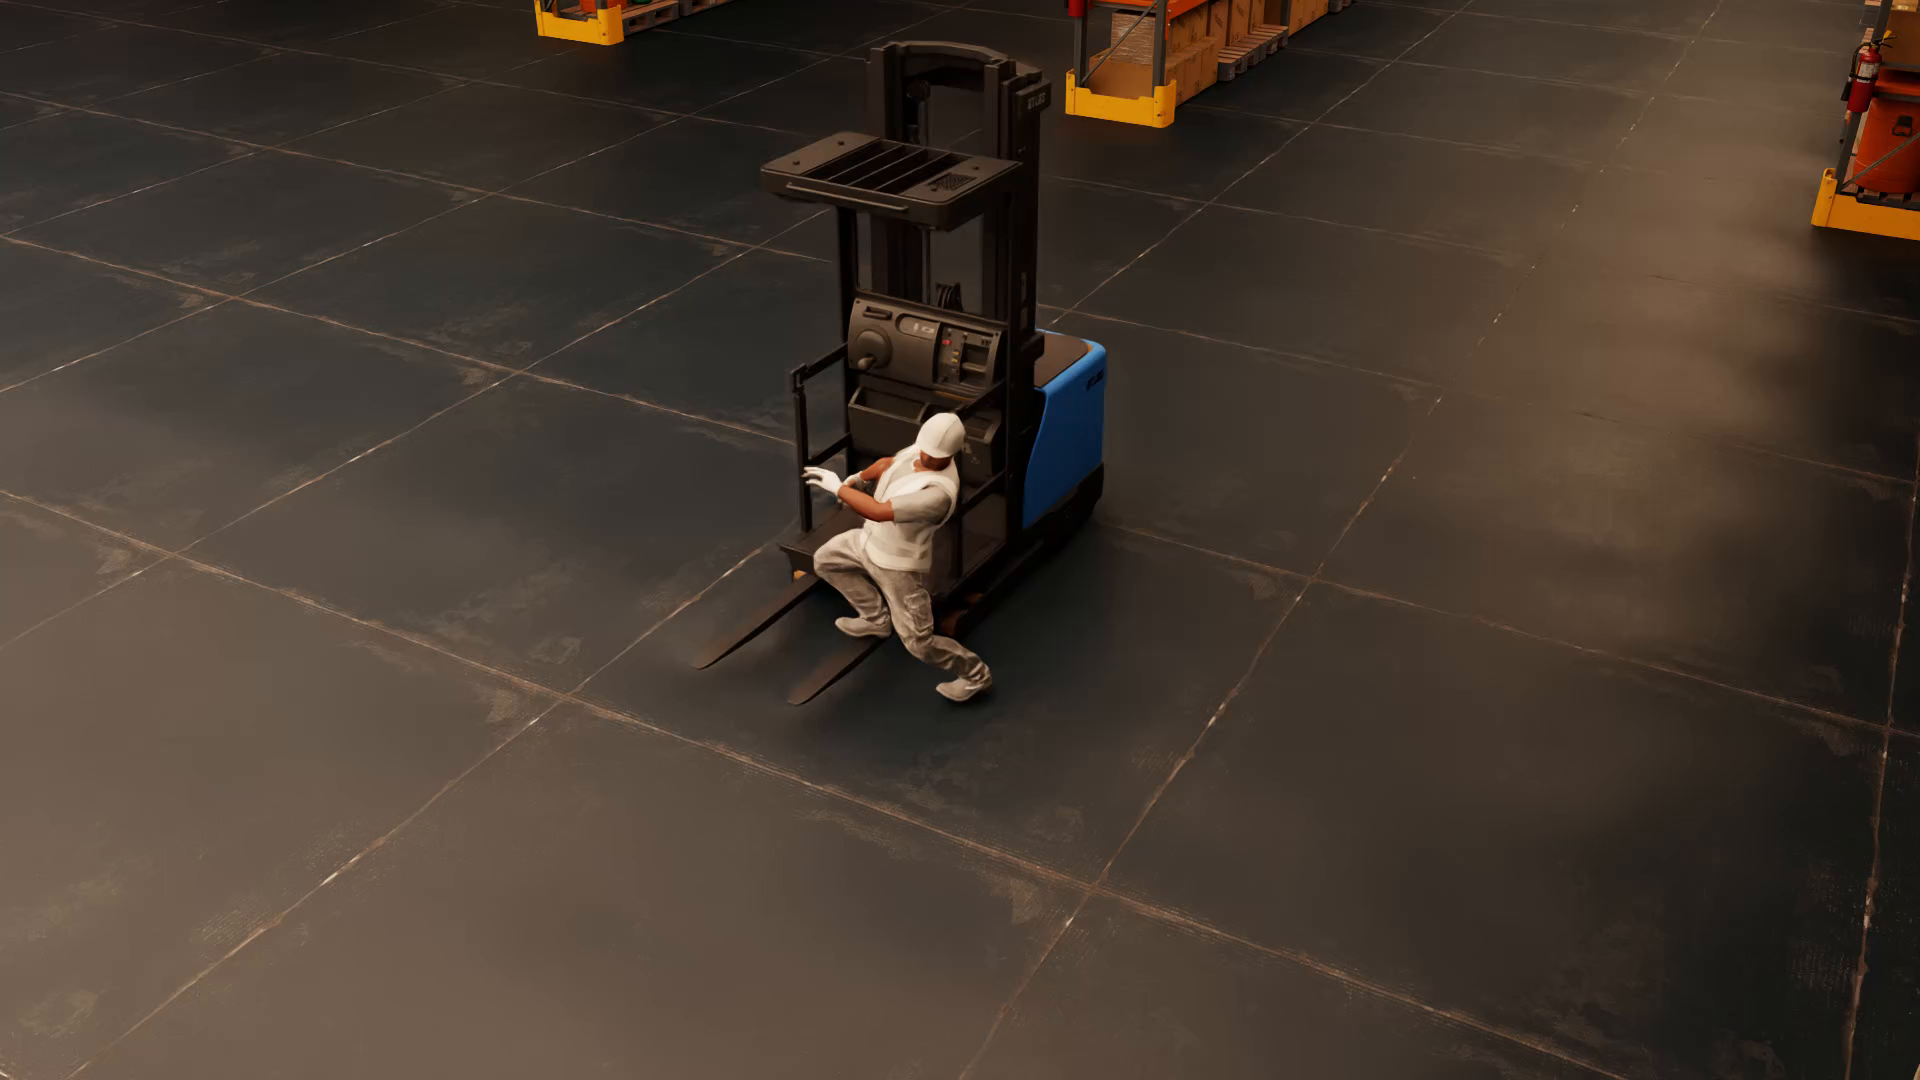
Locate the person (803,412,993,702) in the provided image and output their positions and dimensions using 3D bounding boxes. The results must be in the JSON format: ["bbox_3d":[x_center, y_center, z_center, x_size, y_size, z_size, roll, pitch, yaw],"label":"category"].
[{"bbox_3d":[-0.377,0.013,8.344,0.840,1.563,0.938,-14,33,-22],"label":"person"}]

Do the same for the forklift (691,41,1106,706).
[{"bbox_3d":[-0.305,-0.999,8.802,1.130,2.935,3.031,17,34,26],"label":"forklift"}]
